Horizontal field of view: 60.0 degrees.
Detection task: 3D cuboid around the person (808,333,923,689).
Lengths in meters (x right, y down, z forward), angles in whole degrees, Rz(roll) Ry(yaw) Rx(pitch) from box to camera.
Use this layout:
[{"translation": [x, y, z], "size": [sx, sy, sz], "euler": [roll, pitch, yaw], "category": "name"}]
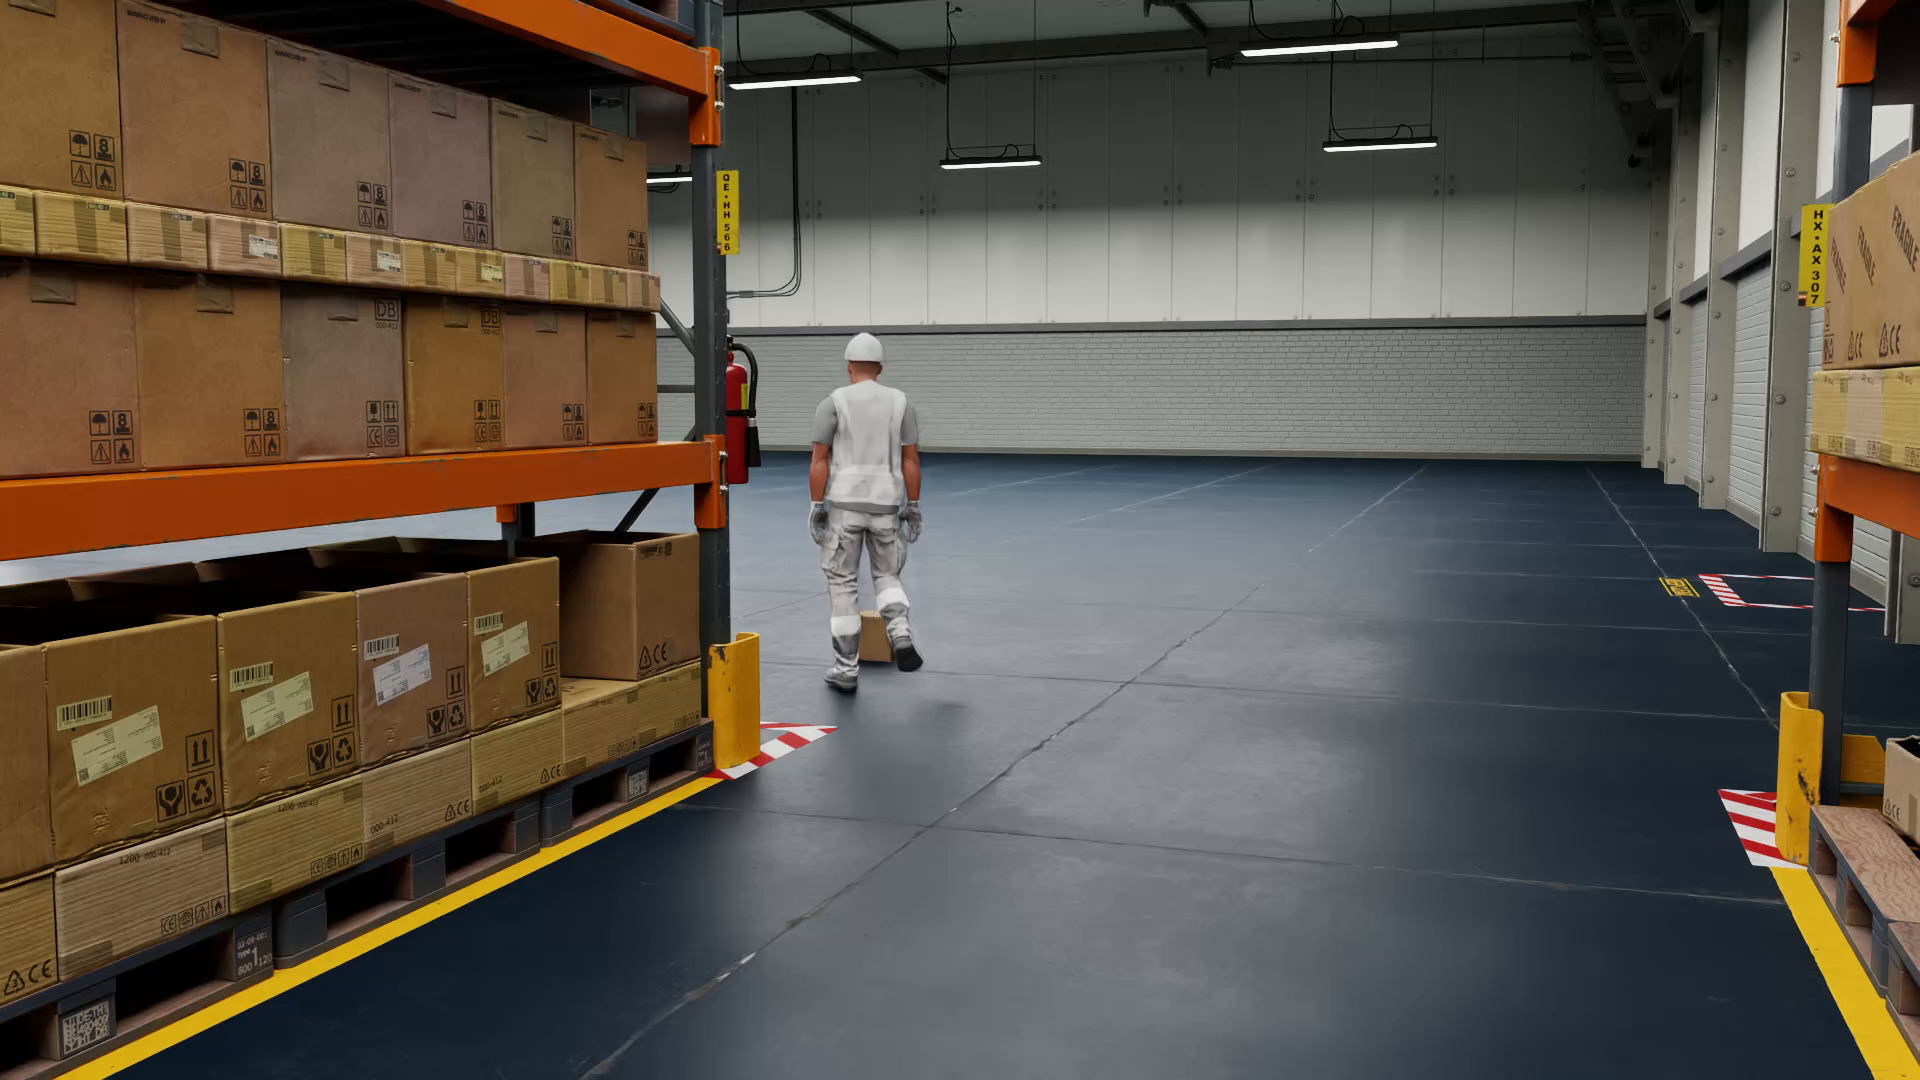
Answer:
[{"translation": [-0.459, -0.149, 8.352], "size": [0.587, 1.779, 0.534], "euler": [-2, 5, -21], "category": "person"}]
